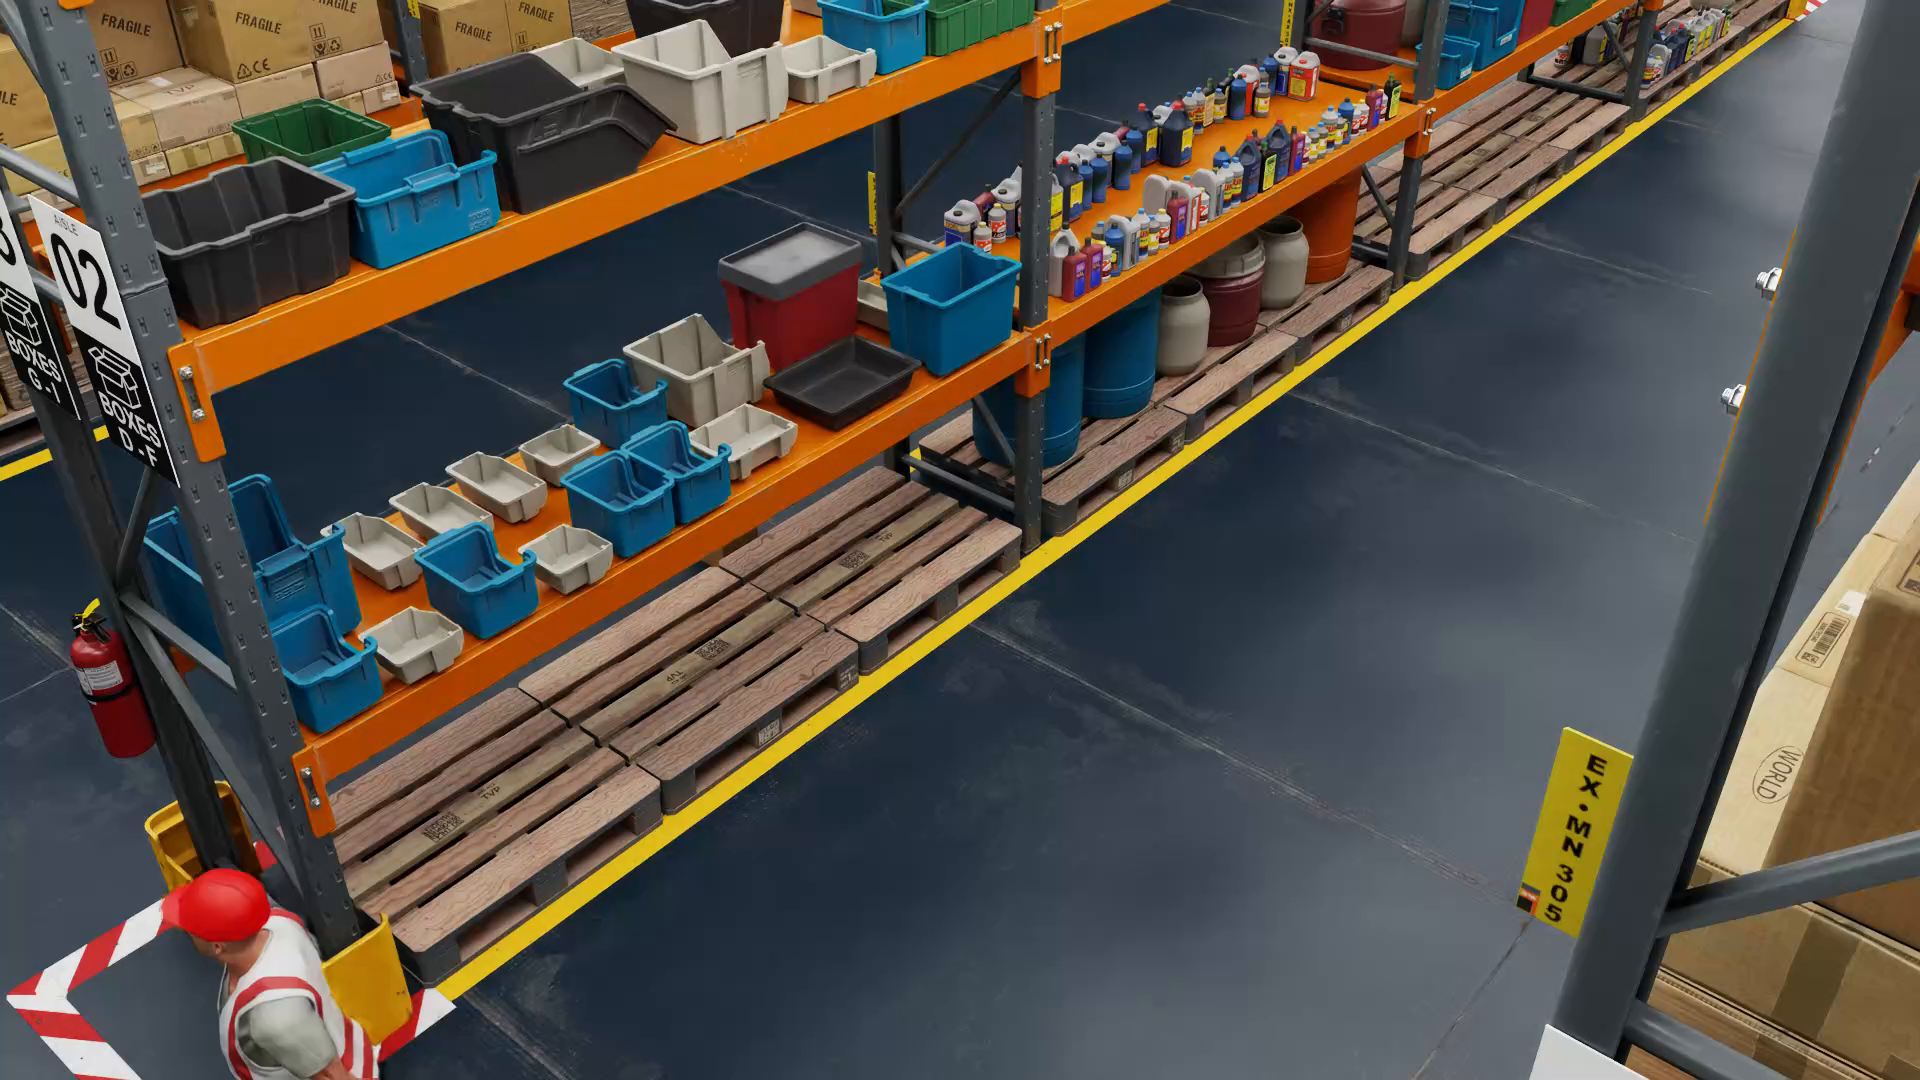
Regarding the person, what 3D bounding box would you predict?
[{"bbox_3d":[-1.945,1.630,4.870,0.968,1.729,0.571,-10,36,-14],"label":"person"}]
